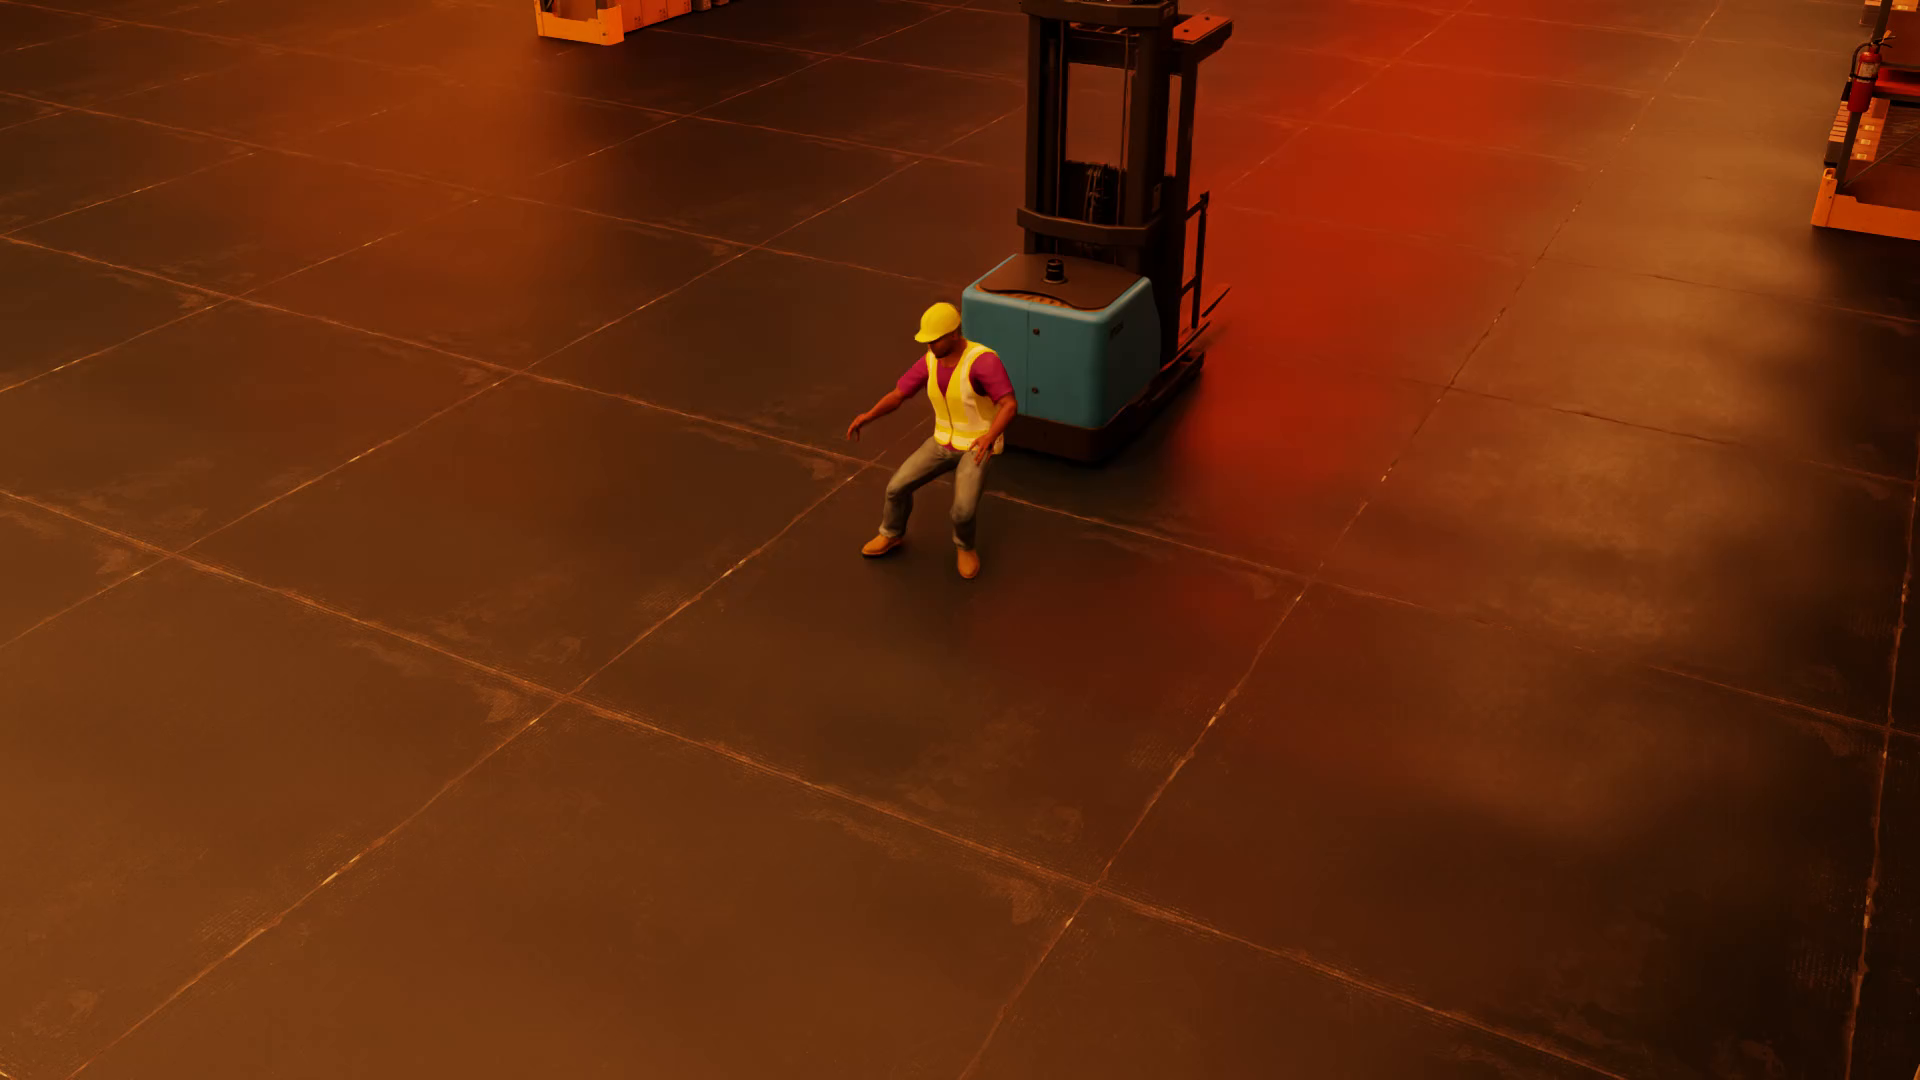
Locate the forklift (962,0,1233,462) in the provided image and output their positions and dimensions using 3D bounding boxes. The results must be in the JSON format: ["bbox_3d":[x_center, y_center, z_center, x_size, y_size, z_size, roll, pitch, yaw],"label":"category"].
[{"bbox_3d":[1.122,-2.480,11.367,1.130,2.935,3.031,15,33,23],"label":"forklift"}]

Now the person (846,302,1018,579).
[{"bbox_3d":[-0.115,-0.525,9.335,0.933,1.585,0.763,24,38,35],"label":"person"}]
